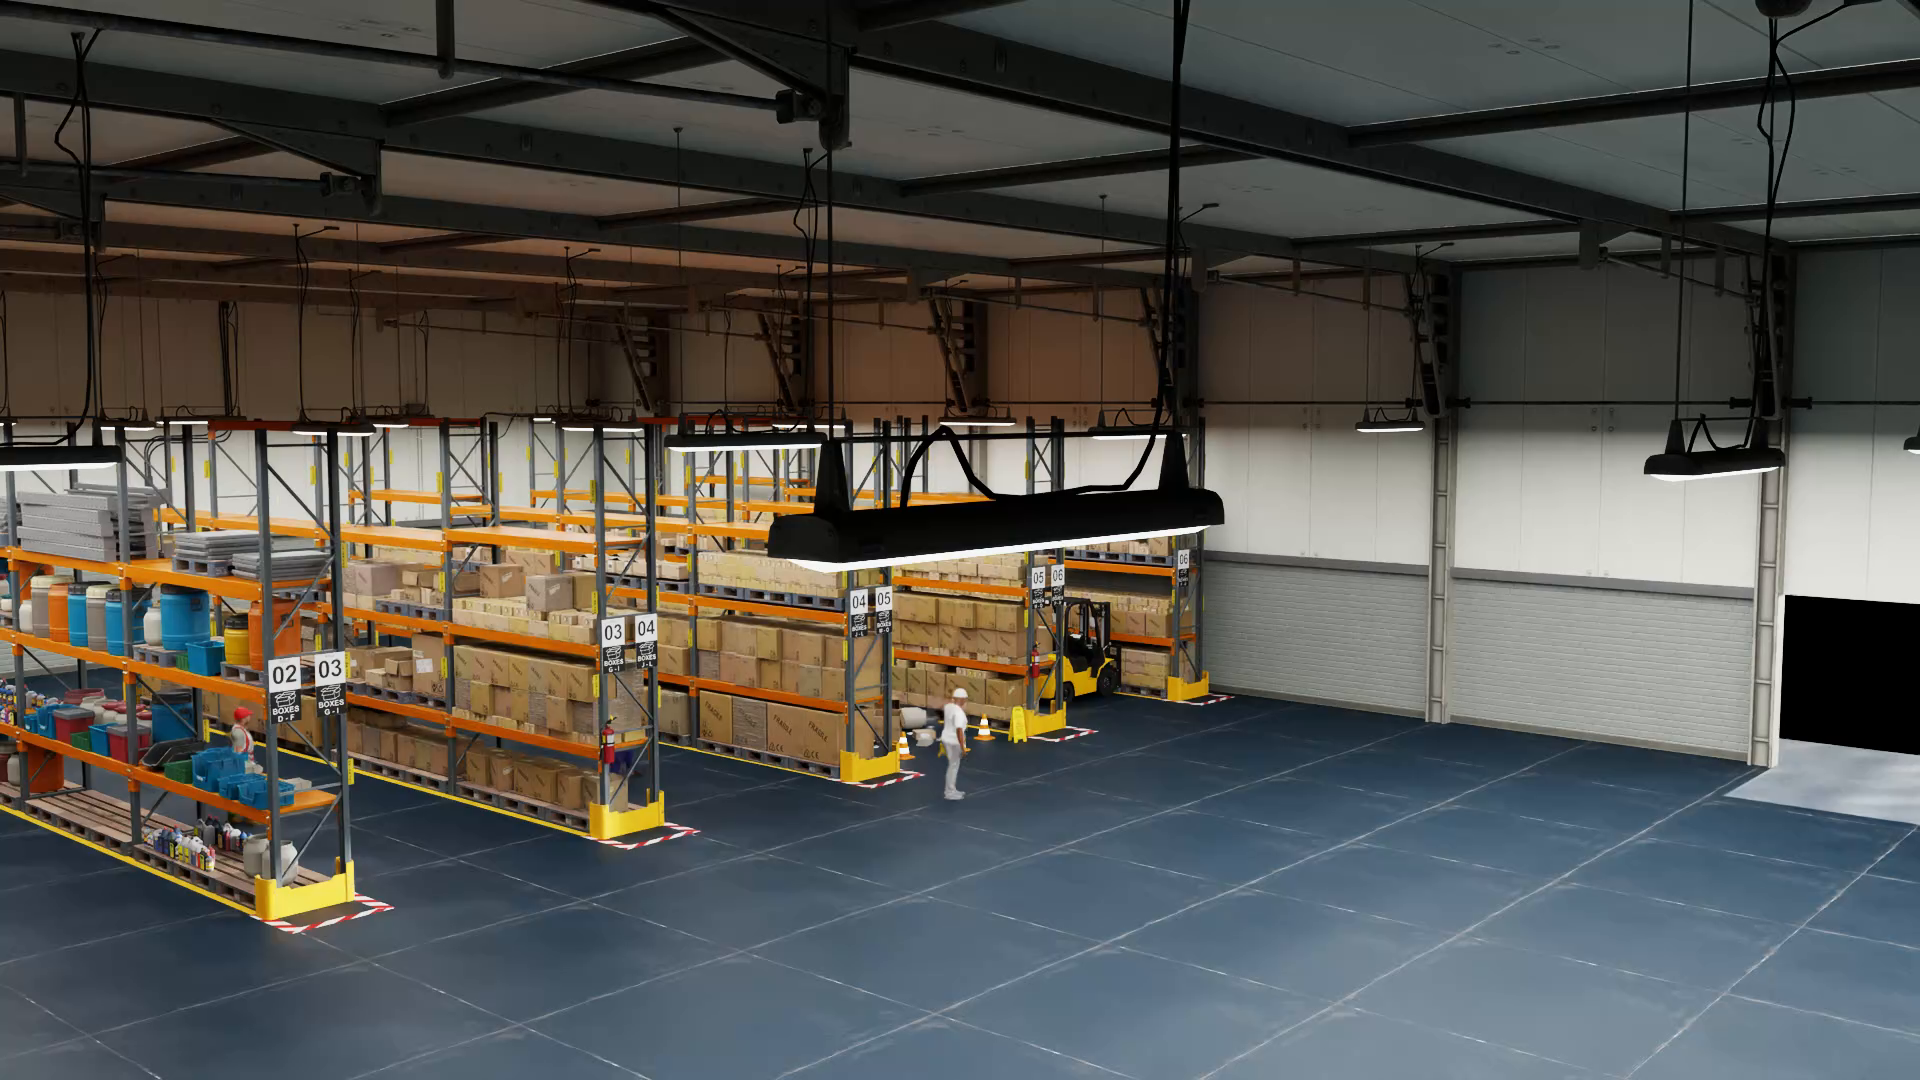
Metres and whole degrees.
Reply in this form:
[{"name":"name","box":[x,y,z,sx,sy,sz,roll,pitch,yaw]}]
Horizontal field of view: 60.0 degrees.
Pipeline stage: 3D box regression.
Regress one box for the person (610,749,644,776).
[{"name":"person","box":[-5.588,3.210,27.795,0.657,1.641,0.696,-2,5,-19]}]

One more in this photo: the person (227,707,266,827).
[{"name":"person","box":[-10.676,3.395,24.824,0.748,1.813,0.485,2,5,19]}]

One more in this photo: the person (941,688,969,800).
[{"name":"person","box":[-0.062,3.247,26.578,0.449,1.774,0.617,-1,5,-17]}]
